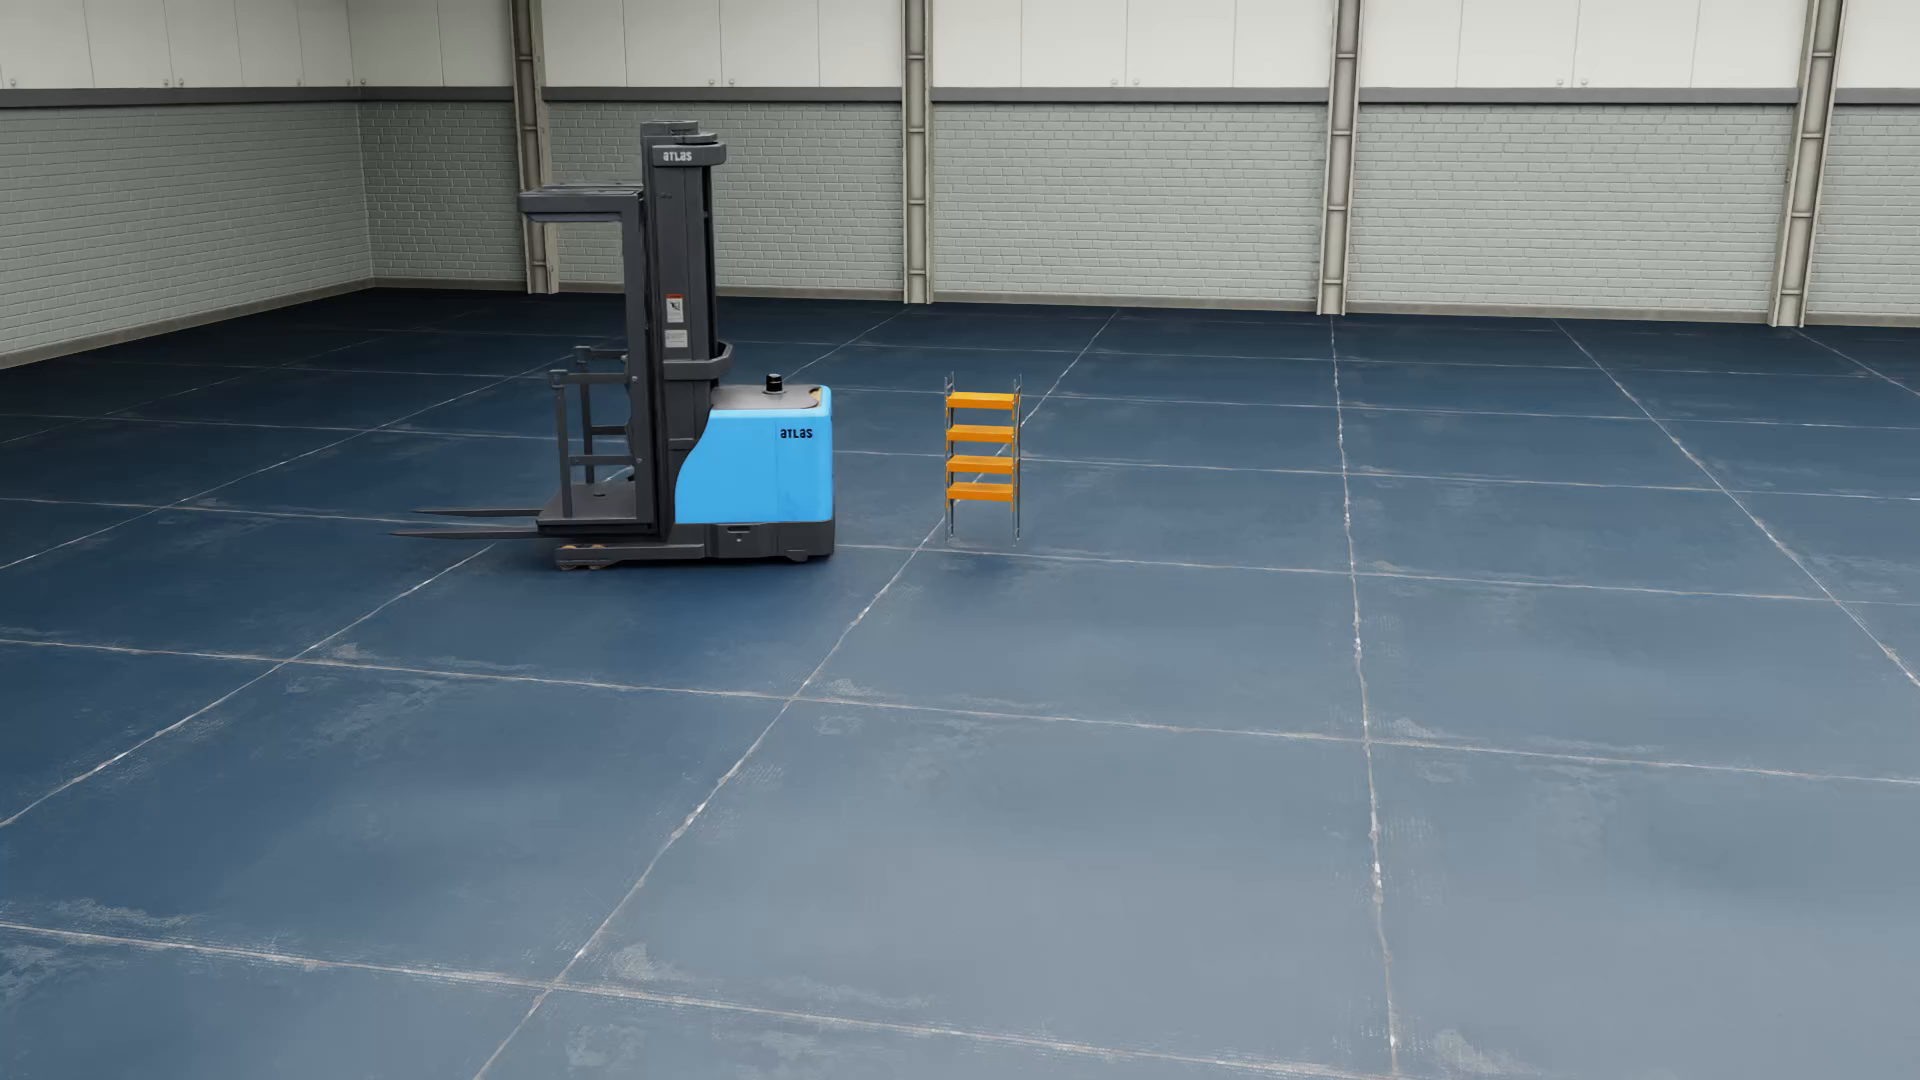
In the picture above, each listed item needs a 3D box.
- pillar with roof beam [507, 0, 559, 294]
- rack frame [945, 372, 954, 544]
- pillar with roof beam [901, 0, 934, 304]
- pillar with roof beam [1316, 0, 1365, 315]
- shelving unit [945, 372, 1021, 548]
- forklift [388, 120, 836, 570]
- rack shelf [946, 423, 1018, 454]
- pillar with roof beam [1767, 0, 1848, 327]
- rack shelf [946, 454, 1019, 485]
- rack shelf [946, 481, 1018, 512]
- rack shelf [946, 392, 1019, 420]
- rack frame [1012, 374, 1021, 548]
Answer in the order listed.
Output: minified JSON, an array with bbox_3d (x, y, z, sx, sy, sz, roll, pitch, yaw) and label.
[{"bbox_3d":[-7.350,-7.071,20.663,0.400,9.000,9.100,3,16,11],"label":"pillar with roof beam"},{"bbox_3d":[-0.077,-0.582,11.847,0.015,1.200,0.240,3,16,11],"label":"rack frame"},{"bbox_3d":[-1.470,-6.752,19.511,0.400,9.000,9.100,3,16,11],"label":"pillar with roof beam"},{"bbox_3d":[4.410,-6.433,18.359,0.400,9.000,9.100,3,16,11],"label":"pillar with roof beam"},{"bbox_3d":[0.162,-0.569,11.800,0.503,1.200,0.258,3,16,11],"label":"shelving unit"},{"bbox_3d":[-2.404,-1.355,11.392,3.031,2.935,1.130,-1,16,-3],"label":"forklift"},{"bbox_3d":[0.162,-0.720,11.758,0.480,0.148,0.258,3,16,11],"label":"rack shelf"},{"bbox_3d":[10.289,-6.114,17.206,0.400,9.000,9.100,3,16,11],"label":"pillar with roof beam"},{"bbox_3d":[0.162,-0.505,11.818,0.480,0.148,0.258,3,16,11],"label":"rack shelf"},{"bbox_3d":[0.162,-0.313,11.871,0.480,0.148,0.258,3,16,11],"label":"rack shelf"},{"bbox_3d":[0.162,-0.948,11.695,0.480,0.148,0.258,3,16,11],"label":"rack shelf"},{"bbox_3d":[0.401,-0.556,11.753,0.015,1.200,0.240,3,16,11],"label":"rack frame"}]
